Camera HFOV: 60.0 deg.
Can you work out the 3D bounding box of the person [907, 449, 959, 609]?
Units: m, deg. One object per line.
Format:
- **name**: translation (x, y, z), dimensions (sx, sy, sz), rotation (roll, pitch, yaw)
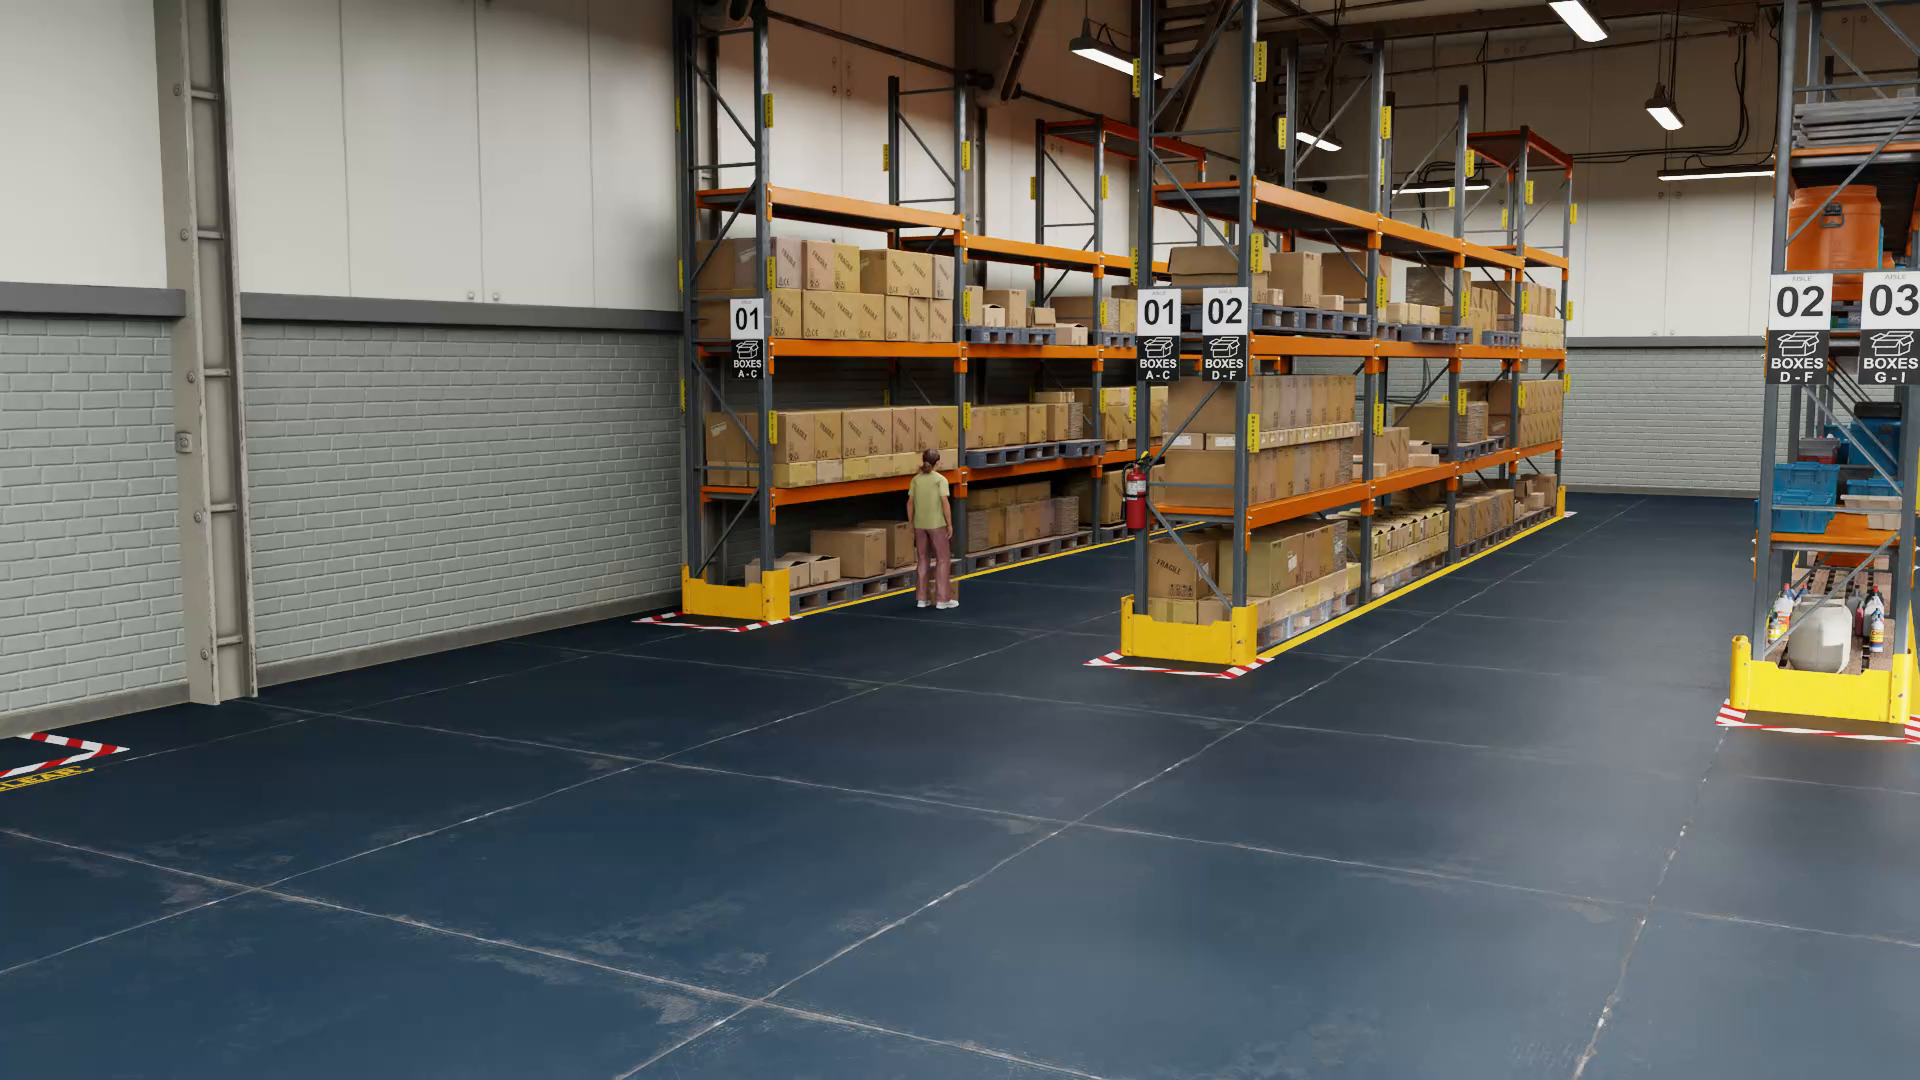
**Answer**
- **person**: translation (-0.299, -0.123, 17.506), dimensions (0.509, 1.671, 0.366), rotation (3, 7, 26)
